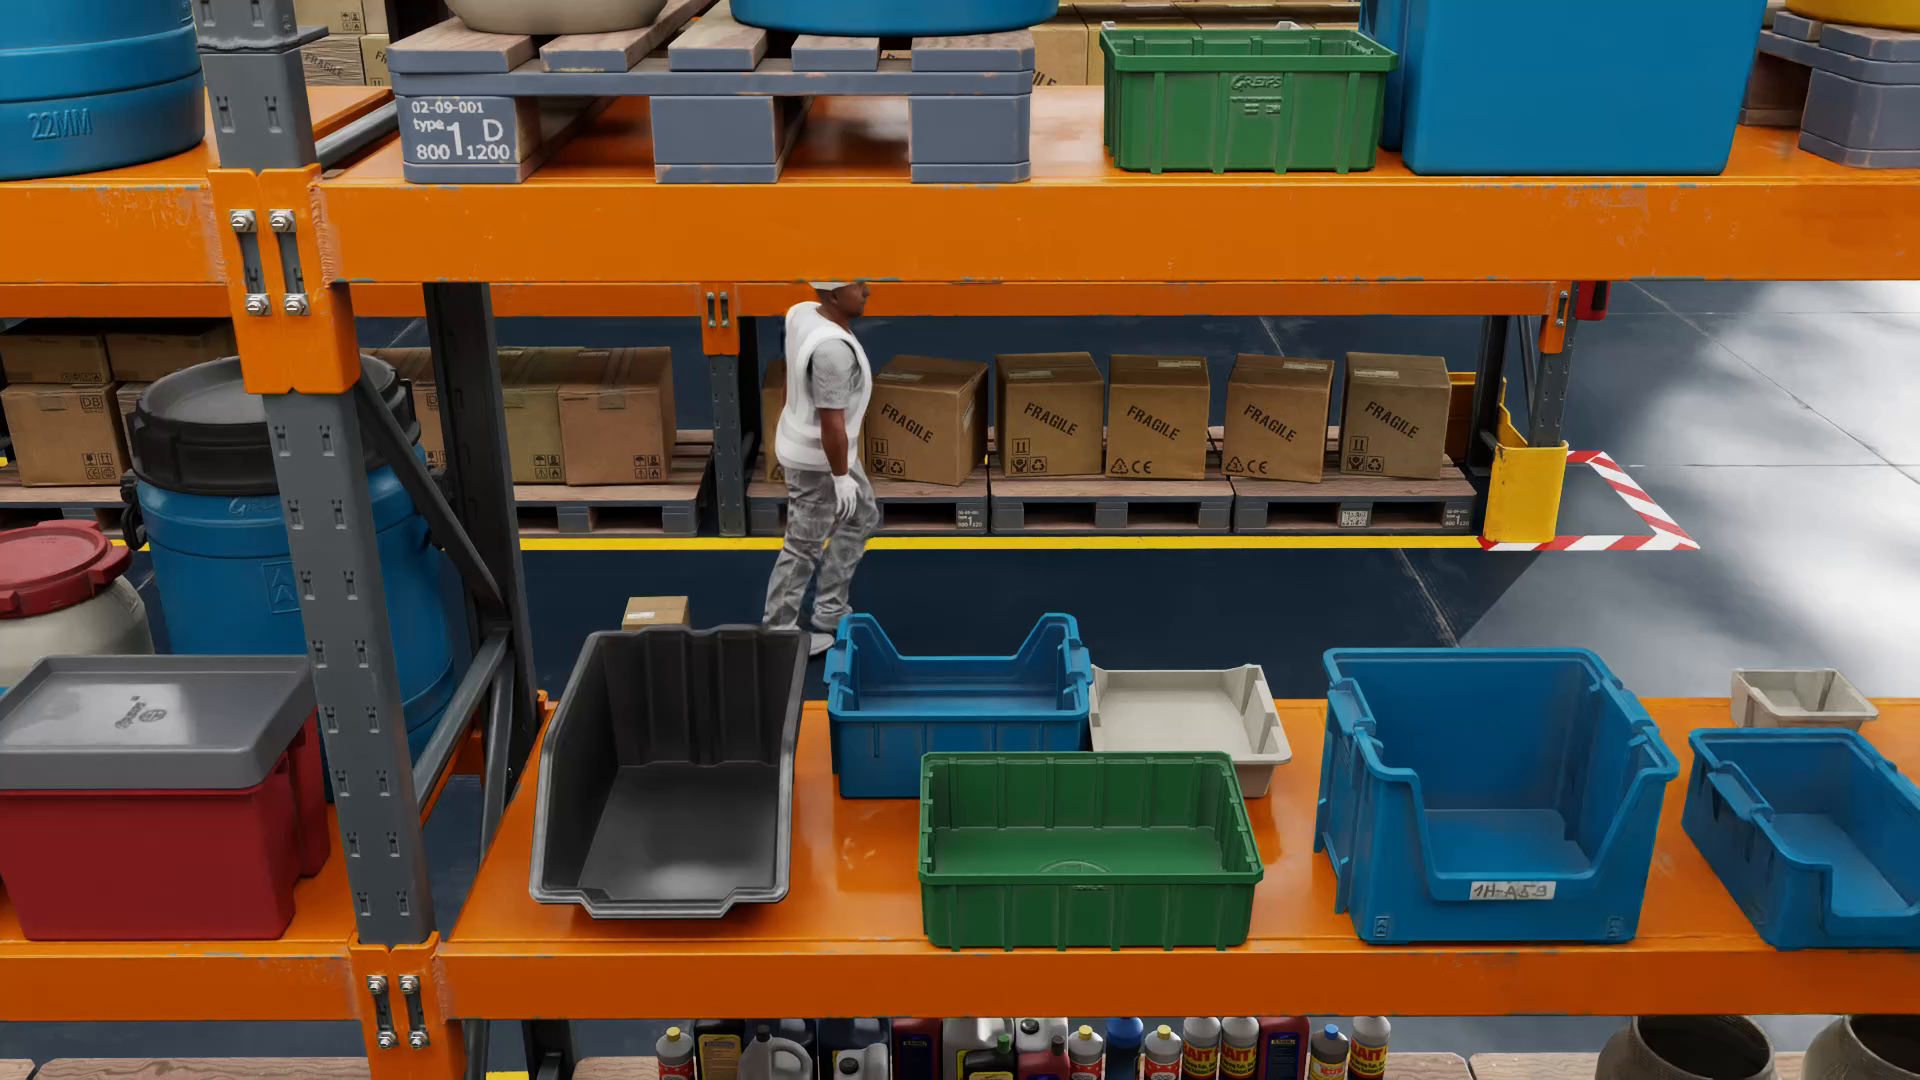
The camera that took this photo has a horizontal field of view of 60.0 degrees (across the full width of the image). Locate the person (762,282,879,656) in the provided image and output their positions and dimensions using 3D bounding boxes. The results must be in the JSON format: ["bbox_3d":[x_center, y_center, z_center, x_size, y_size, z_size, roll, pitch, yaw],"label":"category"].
[{"bbox_3d":[-0.582,-0.323,6.798,0.526,1.792,0.594,-4,24,-8],"label":"person"}]
